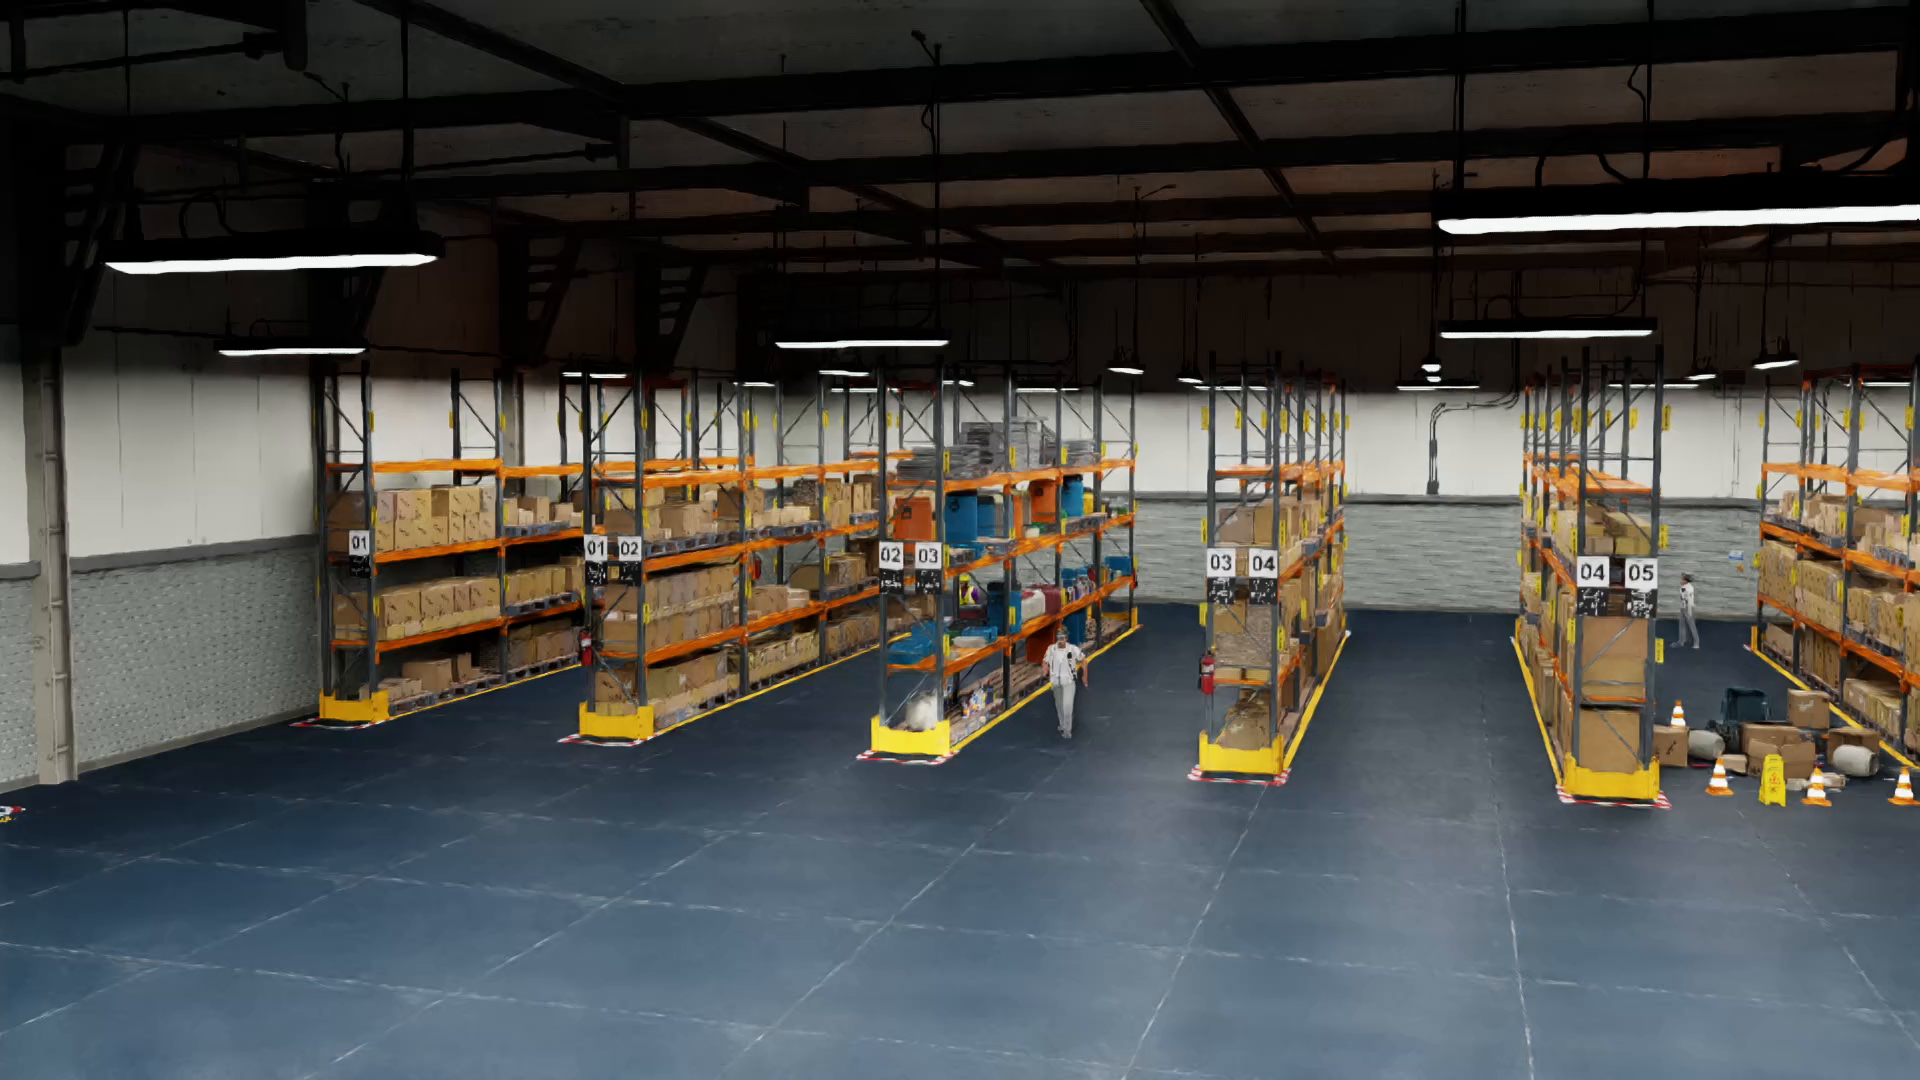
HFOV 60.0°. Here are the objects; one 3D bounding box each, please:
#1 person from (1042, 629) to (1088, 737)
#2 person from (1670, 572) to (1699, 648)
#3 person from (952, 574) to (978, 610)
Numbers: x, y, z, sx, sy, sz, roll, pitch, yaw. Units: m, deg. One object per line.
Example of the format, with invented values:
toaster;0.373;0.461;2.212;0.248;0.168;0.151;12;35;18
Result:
person;1.655;2.249;26.656;0.686;1.709;0.867;2;4;22
person;16.055;1.547;36.715;0.508;1.667;0.588;0;4;3
person;0.098;1.572;36.054;0.577;1.691;1.121;1;4;18
